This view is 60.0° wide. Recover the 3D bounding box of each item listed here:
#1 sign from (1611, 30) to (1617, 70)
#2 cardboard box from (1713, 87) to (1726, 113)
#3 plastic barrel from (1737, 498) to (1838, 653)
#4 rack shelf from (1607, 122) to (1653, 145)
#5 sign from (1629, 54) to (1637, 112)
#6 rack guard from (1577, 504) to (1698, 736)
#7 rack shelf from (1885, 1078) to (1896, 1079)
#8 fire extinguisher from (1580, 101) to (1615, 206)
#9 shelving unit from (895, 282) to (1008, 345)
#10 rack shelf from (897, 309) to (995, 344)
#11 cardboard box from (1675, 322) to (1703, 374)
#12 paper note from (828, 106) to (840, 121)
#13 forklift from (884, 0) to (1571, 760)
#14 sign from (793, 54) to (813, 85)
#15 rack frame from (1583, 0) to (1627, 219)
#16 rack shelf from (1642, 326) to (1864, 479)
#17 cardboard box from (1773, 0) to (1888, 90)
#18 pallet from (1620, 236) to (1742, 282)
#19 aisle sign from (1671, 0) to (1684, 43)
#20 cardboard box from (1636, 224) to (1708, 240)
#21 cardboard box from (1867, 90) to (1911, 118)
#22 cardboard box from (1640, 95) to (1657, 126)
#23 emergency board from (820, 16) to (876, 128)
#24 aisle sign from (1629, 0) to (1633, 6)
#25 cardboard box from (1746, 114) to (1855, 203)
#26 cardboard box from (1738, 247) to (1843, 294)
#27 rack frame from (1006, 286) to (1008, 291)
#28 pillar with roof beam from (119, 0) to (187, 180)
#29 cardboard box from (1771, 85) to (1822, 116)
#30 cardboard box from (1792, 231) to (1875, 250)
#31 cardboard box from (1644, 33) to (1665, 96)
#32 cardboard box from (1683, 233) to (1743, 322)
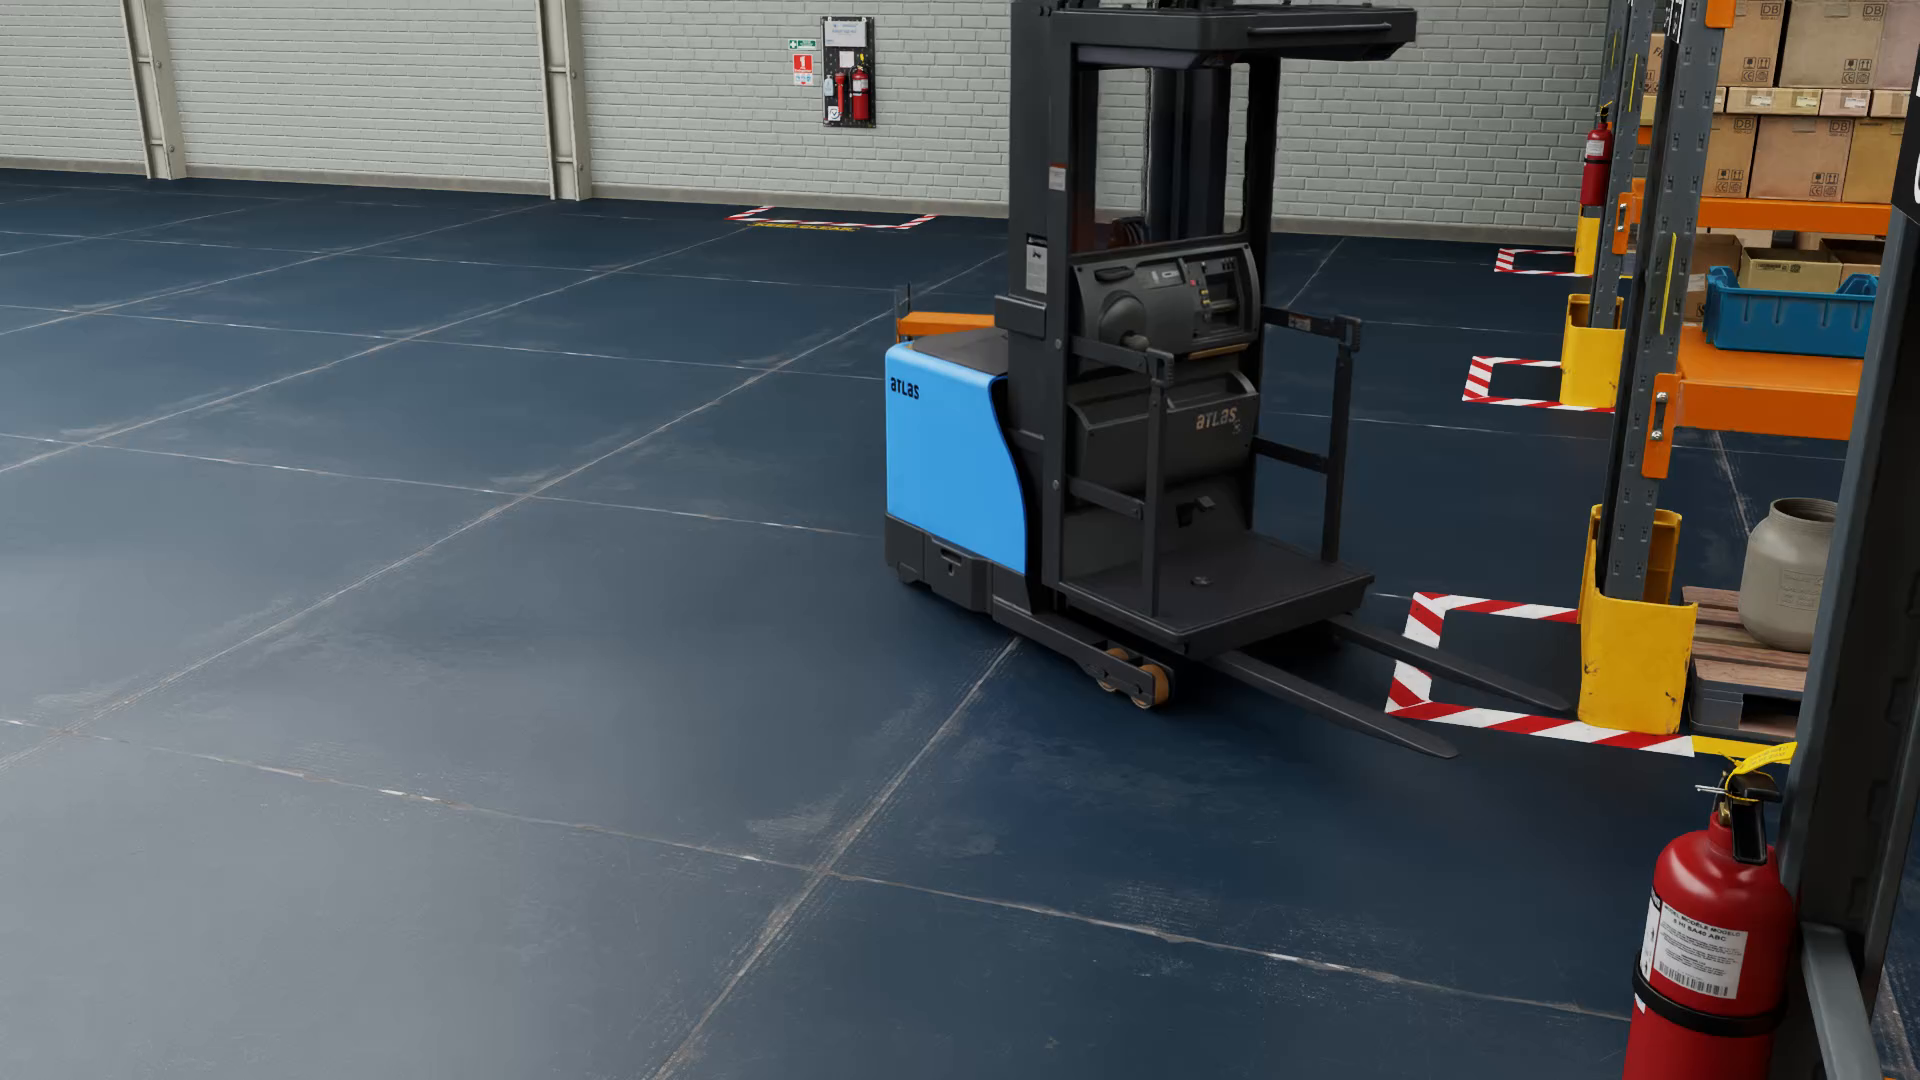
[{"bbox_3d":[5.619,-4.214,14.293,0.005,0.325,0.100,7,20,18],"label":"sign"},{"bbox_3d":[4.475,-2.677,10.062,0.250,0.149,0.380,6,20,18],"label":"cardboard box"},{"bbox_3d":[3.193,0.130,6.287,0.421,0.512,0.421,0,19,0],"label":"plastic barrel"},{"bbox_3d":[7.686,-3.418,14.418,4.000,0.370,1.077,7,20,18],"label":"rack shelf"},{"bbox_3d":[3.987,-2.707,9.851,0.005,0.325,0.100,7,20,18],"label":"sign"},{"bbox_3d":[2.633,0.280,6.512,0.348,0.500,1.175,7,20,18],"label":"rack guard"},{"bbox_3d":[2.810,1.202,1.163,4.000,0.370,1.077,7,20,18],"label":"rack shelf"},{"bbox_3d":[4.216,-2.554,10.963,0.183,0.674,0.296,7,20,18],"label":"fire extinguisher"},{"bbox_3d":[-0.034,-0.618,8.027,0.503,1.200,0.258,5,20,13],"label":"shelving unit"},{"bbox_3d":[-0.034,-0.989,7.898,0.480,0.148,0.258,5,20,13],"label":"rack shelf"},{"bbox_3d":[4.609,-1.206,10.518,0.500,0.250,0.500,7,20,18],"label":"cardboard box"},{"bbox_3d":[-1.392,-4.719,18.394,0.142,0.148,0.016,7,20,18],"label":"paper note"},{"bbox_3d":[0.941,-0.932,6.297,1.130,2.935,3.031,-14,24,-34],"label":"forklift"},{"bbox_3d":[-1.736,-5.203,18.390,0.234,0.329,0.001,7,20,18],"label":"sign"},{"bbox_3d":[5.797,-3.974,14.919,0.127,3.000,1.000,7,20,18],"label":"rack frame"},{"bbox_3d":[4.435,-0.338,5.581,4.000,0.370,1.077,7,20,18],"label":"rack shelf"},{"bbox_3d":[5.160,-2.978,9.939,0.500,0.500,0.700,6,20,17],"label":"cardboard box"},{"bbox_3d":[6.625,-2.550,15.071,1.213,0.211,1.003,7,20,18],"label":"pallet"},{"bbox_3d":[2.382,-2.038,5.415,0.004,0.787,0.394,7,20,18],"label":"aisle sign"},{"bbox_3d":[6.421,-2.809,14.995,0.500,0.311,0.500,4,20,12],"label":"cardboard box"},{"bbox_3d":[5.451,-2.566,9.744,0.250,0.149,0.380,6,20,16],"label":"cardboard box"},{"bbox_3d":[6.154,-3.761,14.506,0.500,0.250,0.500,6,20,16],"label":"cardboard box"},{"bbox_3d":[-1.247,-5.094,18.133,0.643,1.169,0.194,7,20,18],"label":"emergency board"},{"bbox_3d":[4.012,-3.573,9.819,0.004,0.787,0.394,7,20,18],"label":"aisle sign"},{"bbox_3d":[5.109,-2.371,10.168,0.500,0.500,0.700,7,20,19],"label":"cardboard box"},{"bbox_3d":[5.082,-1.507,10.242,0.500,0.500,0.500,7,20,18],"label":"cardboard box"},{"bbox_3d":[0.203,-0.599,7.971,0.015,1.200,0.240,5,20,13],"label":"rack frame"},{"bbox_3d":[-11.674,-7.606,16.224,0.400,9.000,9.100,7,20,18],"label":"pillar with roof beam"},{"bbox_3d":[4.961,-2.622,9.905,0.250,0.149,0.380,7,20,18],"label":"cardboard box"},{"bbox_3d":[7.636,-2.742,14.515,0.500,0.500,0.700,5,20,15],"label":"cardboard box"},{"bbox_3d":[6.149,-4.121,14.401,0.500,0.500,0.500,7,20,18],"label":"cardboard box"},{"bbox_3d":[4.779,-1.722,10.859,0.500,0.500,0.500,7,20,18],"label":"cardboard box"}]
